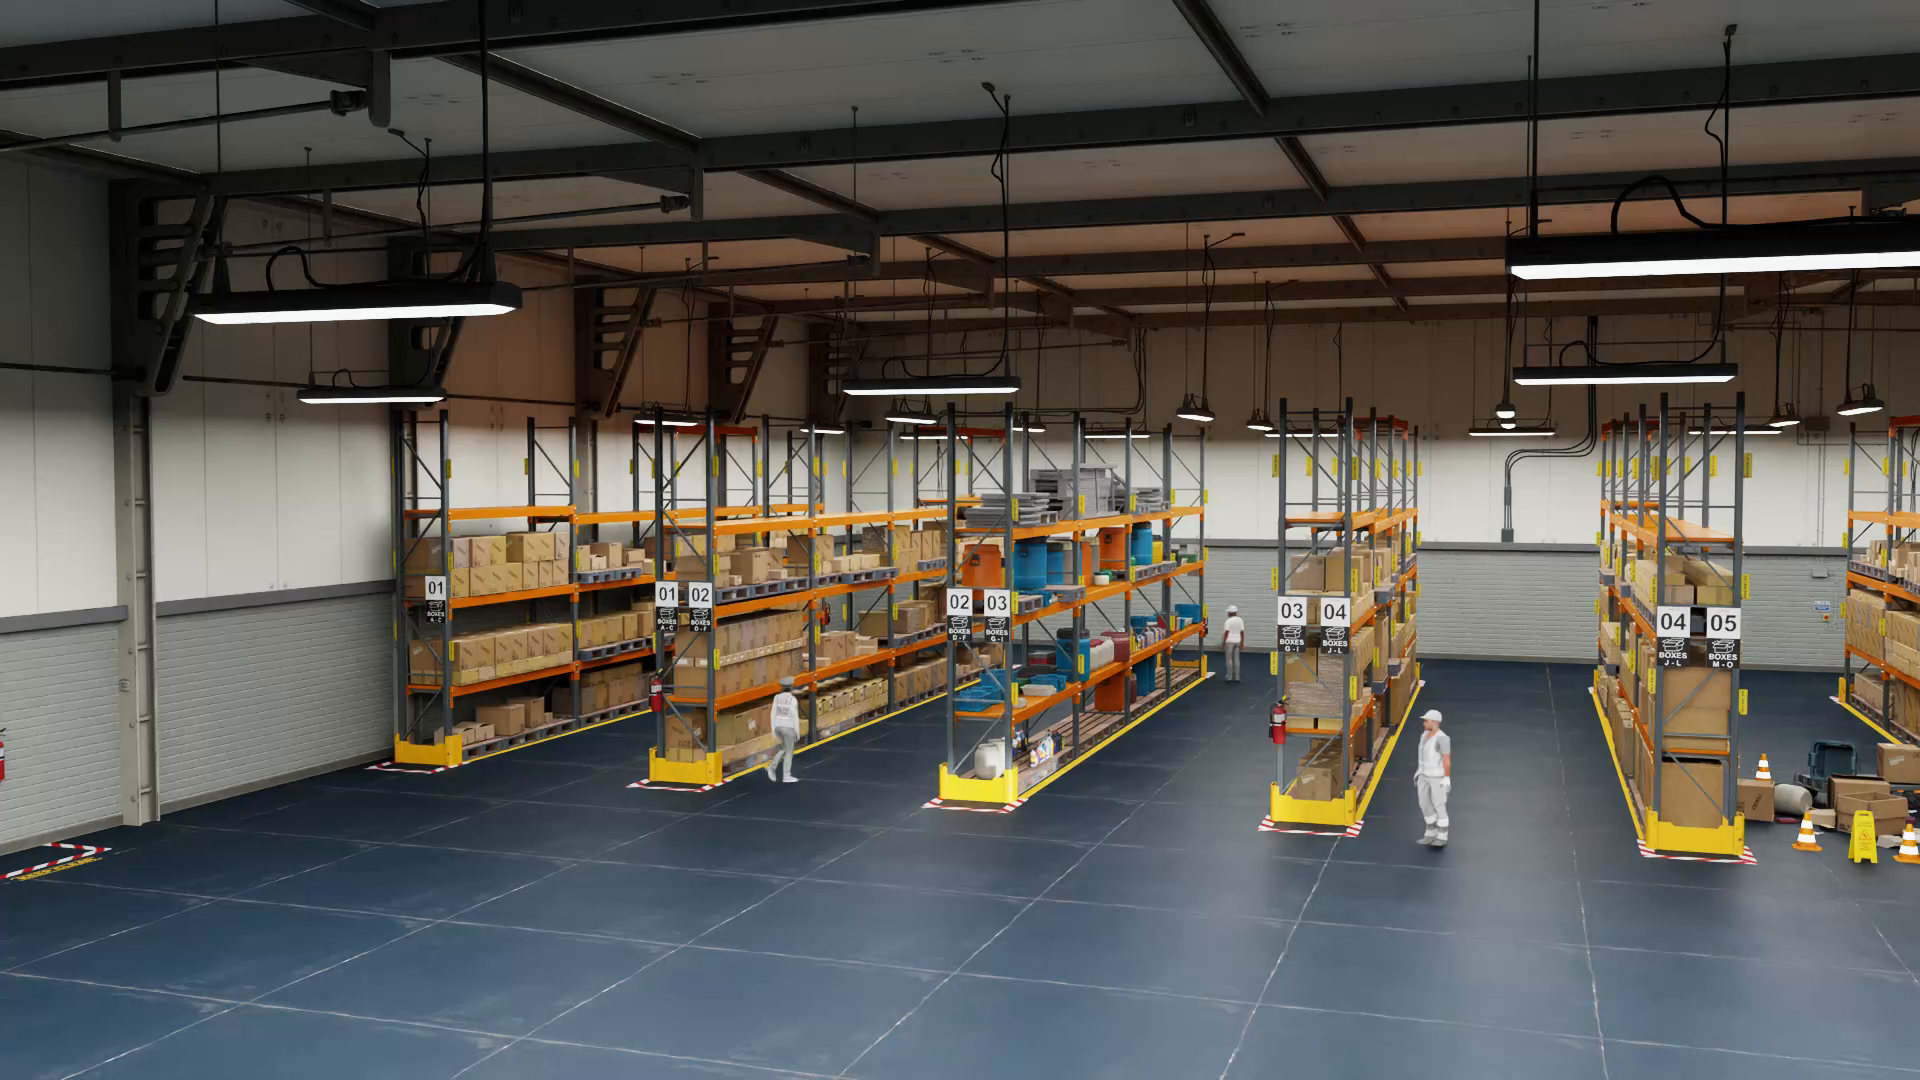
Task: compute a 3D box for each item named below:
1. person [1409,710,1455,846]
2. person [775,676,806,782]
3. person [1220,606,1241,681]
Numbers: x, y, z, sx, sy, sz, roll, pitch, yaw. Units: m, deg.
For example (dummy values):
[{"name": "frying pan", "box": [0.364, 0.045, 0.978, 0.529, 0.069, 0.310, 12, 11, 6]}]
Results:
[{"name": "person", "box": [6.263, 3.157, 22.058, 0.342, 1.815, 0.662, -2, 3, -43]}, {"name": "person", "box": [-2.691, 3.062, 26.483, 0.409, 1.779, 0.495, -1, 3, -25]}, {"name": "person", "box": [6.379, 2.432, 39.224, 0.492, 1.767, 0.648, 1, 3, 25]}]
